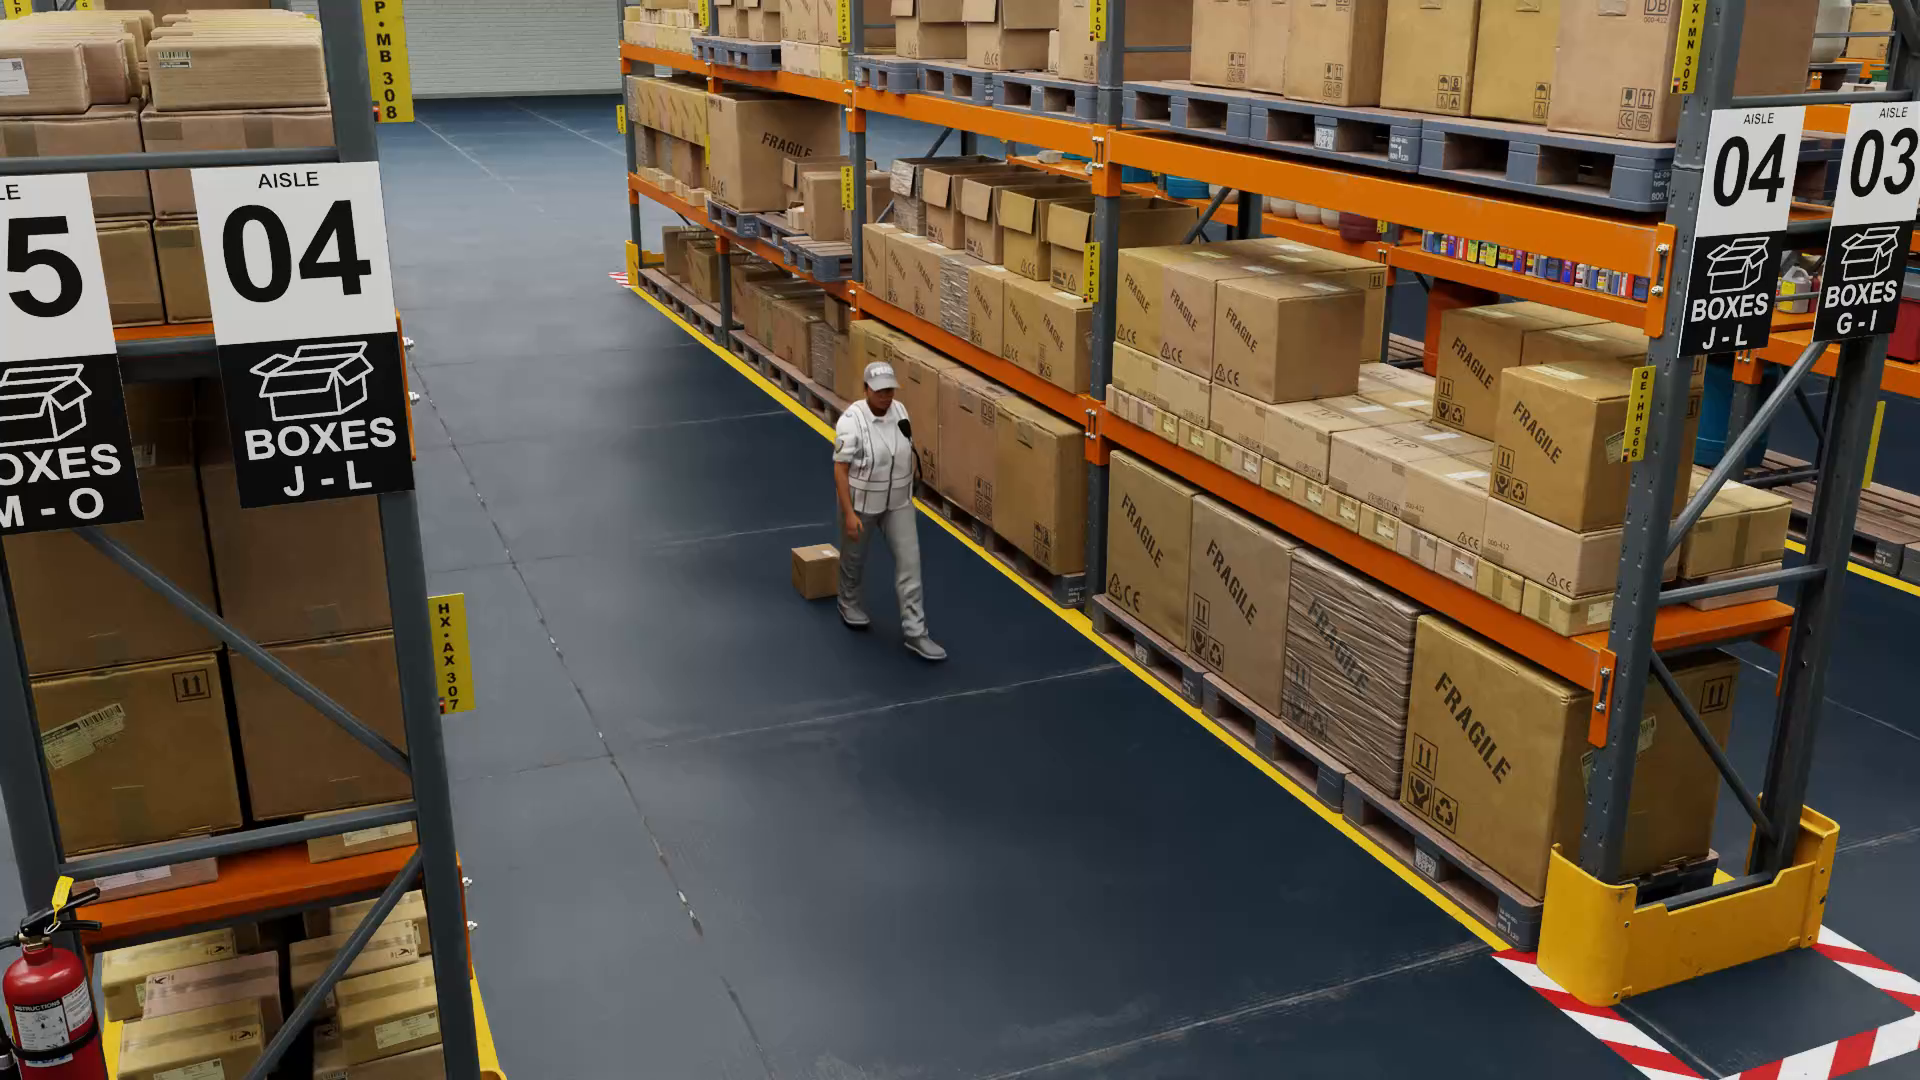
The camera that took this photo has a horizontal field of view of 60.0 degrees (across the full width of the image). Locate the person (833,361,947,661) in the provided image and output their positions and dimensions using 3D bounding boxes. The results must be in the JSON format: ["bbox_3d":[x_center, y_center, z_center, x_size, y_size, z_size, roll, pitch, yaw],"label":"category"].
[{"bbox_3d":[-0.453,-0.202,9.137,0.506,1.598,0.963,-9,21,-24],"label":"person"}]
